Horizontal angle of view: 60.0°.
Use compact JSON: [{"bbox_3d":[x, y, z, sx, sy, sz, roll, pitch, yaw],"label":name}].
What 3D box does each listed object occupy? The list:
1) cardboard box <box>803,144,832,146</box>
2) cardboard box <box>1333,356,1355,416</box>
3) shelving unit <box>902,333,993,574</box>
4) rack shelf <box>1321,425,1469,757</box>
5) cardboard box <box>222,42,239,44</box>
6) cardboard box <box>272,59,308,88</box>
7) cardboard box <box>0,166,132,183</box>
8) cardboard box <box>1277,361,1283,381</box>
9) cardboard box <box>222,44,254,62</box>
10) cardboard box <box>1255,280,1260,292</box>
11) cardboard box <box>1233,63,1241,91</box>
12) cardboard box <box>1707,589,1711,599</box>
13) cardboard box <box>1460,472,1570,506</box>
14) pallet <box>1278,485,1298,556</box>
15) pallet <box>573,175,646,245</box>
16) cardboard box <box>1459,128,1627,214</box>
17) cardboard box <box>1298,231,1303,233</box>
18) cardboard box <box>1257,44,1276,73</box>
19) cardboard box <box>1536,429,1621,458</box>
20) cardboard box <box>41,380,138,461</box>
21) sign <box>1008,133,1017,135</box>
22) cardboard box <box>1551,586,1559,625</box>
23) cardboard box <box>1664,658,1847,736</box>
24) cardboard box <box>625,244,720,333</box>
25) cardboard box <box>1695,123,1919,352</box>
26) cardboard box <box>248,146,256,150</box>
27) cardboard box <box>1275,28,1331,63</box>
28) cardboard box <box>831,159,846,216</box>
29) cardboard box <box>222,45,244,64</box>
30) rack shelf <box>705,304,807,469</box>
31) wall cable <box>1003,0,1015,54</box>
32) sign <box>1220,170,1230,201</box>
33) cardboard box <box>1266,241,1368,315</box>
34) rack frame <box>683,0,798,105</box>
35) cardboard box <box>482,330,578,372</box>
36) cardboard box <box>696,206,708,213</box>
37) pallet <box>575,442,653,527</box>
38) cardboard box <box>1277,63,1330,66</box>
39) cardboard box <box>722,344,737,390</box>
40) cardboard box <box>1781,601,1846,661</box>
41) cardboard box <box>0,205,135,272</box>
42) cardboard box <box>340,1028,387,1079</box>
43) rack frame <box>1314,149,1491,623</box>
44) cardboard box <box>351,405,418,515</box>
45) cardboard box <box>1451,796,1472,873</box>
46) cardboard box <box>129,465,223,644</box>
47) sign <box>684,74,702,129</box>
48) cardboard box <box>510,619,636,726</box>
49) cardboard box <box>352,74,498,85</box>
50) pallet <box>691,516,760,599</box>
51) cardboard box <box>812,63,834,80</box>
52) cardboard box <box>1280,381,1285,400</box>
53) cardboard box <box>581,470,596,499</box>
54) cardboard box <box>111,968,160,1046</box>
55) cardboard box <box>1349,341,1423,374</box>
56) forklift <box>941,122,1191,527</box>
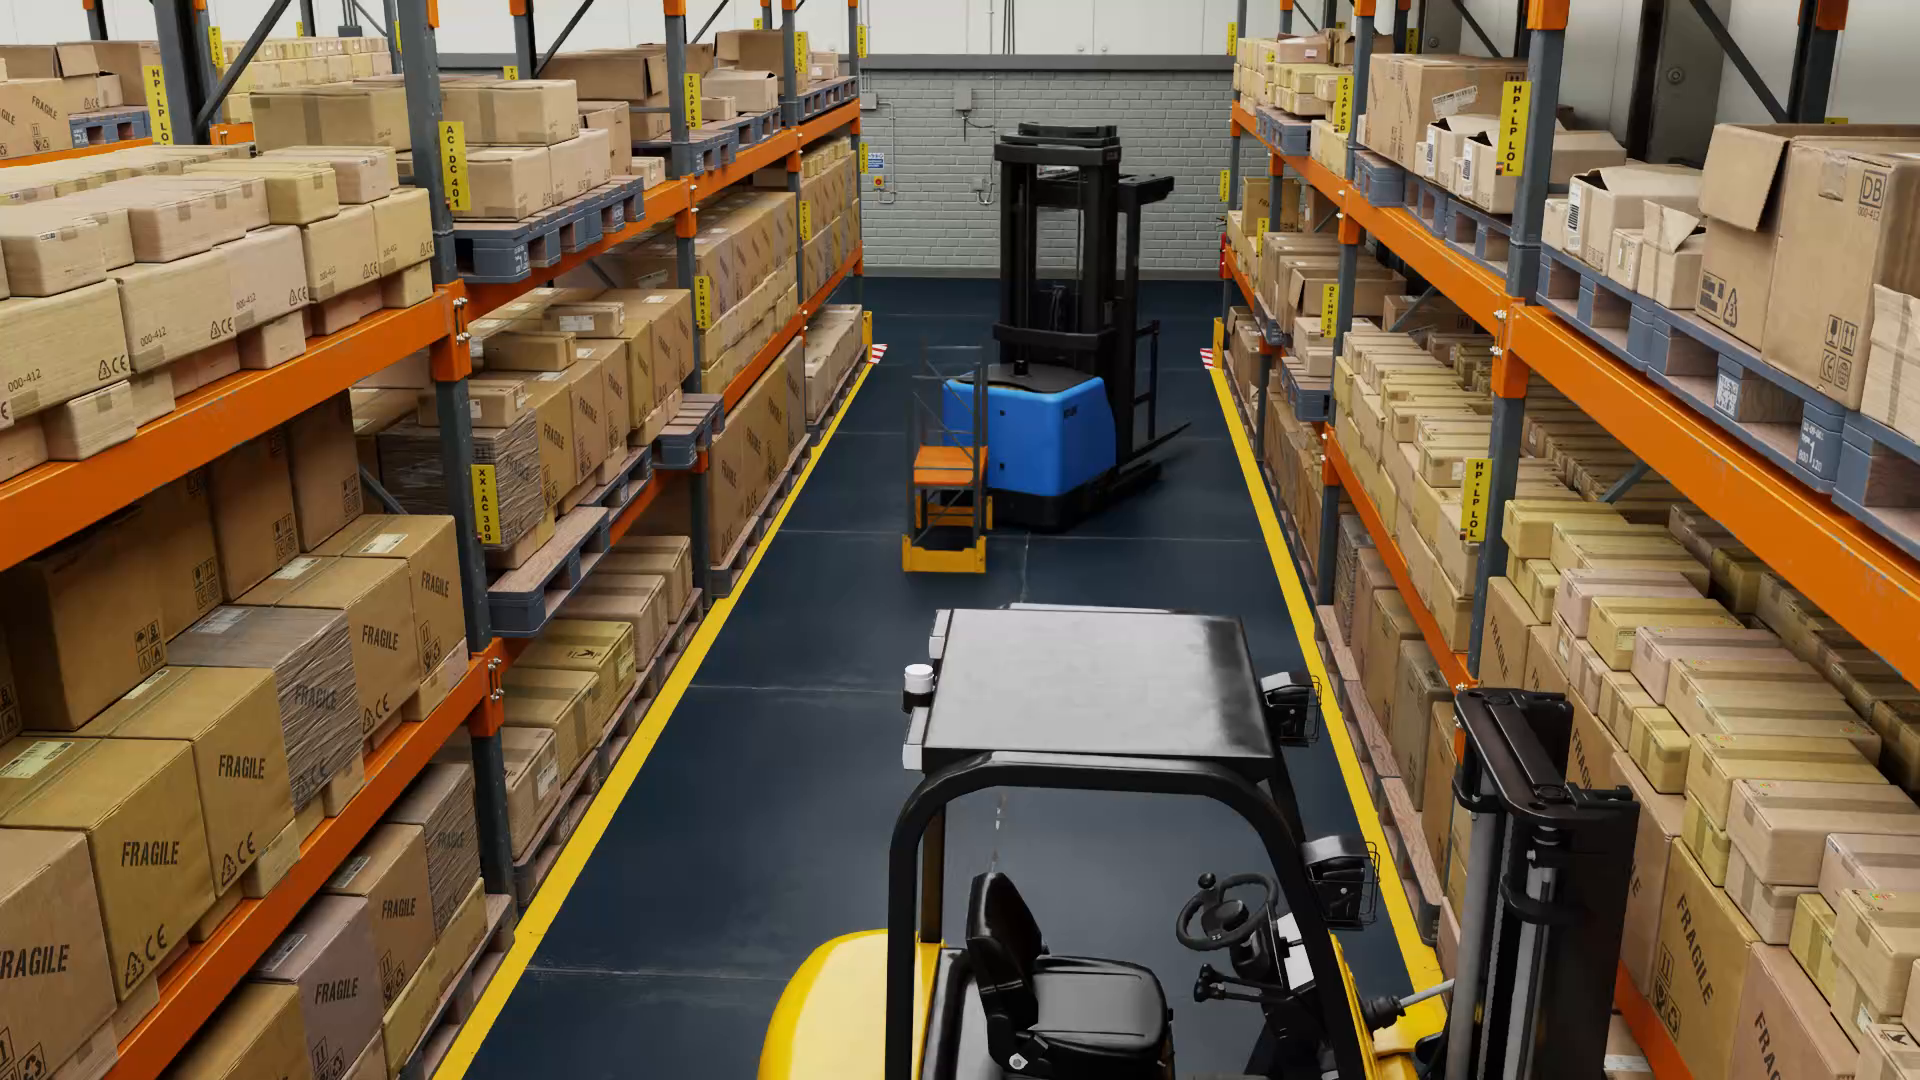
[{"bbox_3d":[-1.483,-3.864,16.590,0.380,0.149,0.250,1,18,3],"label":"cardboard box"},{"bbox_3d":[2.497,-0.908,9.813,0.500,0.250,0.500,1,18,4],"label":"cardboard box"},{"bbox_3d":[-0.078,-0.650,11.997,0.587,1.500,1.083,1,18,4],"label":"shelving unit"},{"bbox_3d":[2.654,0.090,8.486,1.077,0.370,4.000,1,18,4],"label":"rack shelf"},{"bbox_3d":[-6.995,-4.591,15.597,0.380,0.149,0.250,1,18,4],"label":"cardboard box"},{"bbox_3d":[-6.447,-4.351,15.504,0.500,0.250,0.500,2,18,5],"label":"cardboard box"},{"bbox_3d":[-2.851,-1.091,5.240,0.380,0.149,0.250,1,18,4],"label":"cardboard box"},{"bbox_3d":[2.822,-1.389,13.667,0.380,0.149,0.250,0,18,1],"label":"cardboard box"},{"bbox_3d":[-6.535,-4.333,14.810,0.380,0.149,0.250,1,18,3],"label":"cardboard box"},{"bbox_3d":[2.847,-2.263,14.916,0.380,0.149,0.250,2,18,5],"label":"cardboard box"},{"bbox_3d":[3.067,-4.721,16.961,0.500,0.250,0.500,1,18,3],"label":"cardboard box"},{"bbox_3d":[2.761,0.198,5.800,0.380,0.149,0.250,1,18,2],"label":"cardboard box"},{"bbox_3d":[2.314,-0.178,6.947,0.380,0.149,0.250,1,18,3],"label":"cardboard box"},{"bbox_3d":[2.979,-0.157,12.563,1.003,0.211,1.213,1,18,4],"label":"pallet"},{"bbox_3d":[-2.219,-1.588,7.937,1.213,0.211,1.003,1,18,4],"label":"pallet"},{"bbox_3d":[2.320,-1.491,6.647,0.500,0.311,0.500,1,18,2],"label":"cardboard box"},{"bbox_3d":[3.487,-2.803,15.922,0.500,0.250,0.500,1,18,4],"label":"cardboard box"},{"bbox_3d":[2.953,-4.326,14.950,0.500,0.250,0.500,2,18,5],"label":"cardboard box"},{"bbox_3d":[2.881,-0.407,7.646,0.380,0.149,0.250,1,18,4],"label":"cardboard box"},{"bbox_3d":[-2.291,-0.301,4.111,0.380,0.149,0.250,1,18,5],"label":"cardboard box"},{"bbox_3d":[0.845,-5.585,23.324,0.339,0.242,0.001,1,18,4],"label":"sign"},{"bbox_3d":[2.218,0.269,5.584,0.380,0.149,0.250,1,18,4],"label":"cardboard box"},{"bbox_3d":[2.179,0.444,4.570,0.380,0.149,0.250,1,18,4],"label":"cardboard box"},{"bbox_3d":[-1.874,-1.653,10.884,0.500,0.500,0.500,1,18,2],"label":"cardboard box"},{"bbox_3d":[2.266,-0.750,4.075,0.797,0.503,0.637,2,18,6],"label":"cardboard box"},{"bbox_3d":[-6.944,-3.601,16.350,0.500,0.500,0.500,1,18,2],"label":"cardboard box"},{"bbox_3d":[2.715,-3.921,13.180,0.396,0.266,0.258,1,18,3],"label":"cardboard box"},{"bbox_3d":[-1.424,-3.518,16.577,0.500,0.500,0.500,1,18,4],"label":"cardboard box"},{"bbox_3d":[-6.496,-4.254,14.569,0.380,0.149,0.250,1,18,2],"label":"cardboard box"},{"bbox_3d":[-2.010,-1.262,12.612,1.077,0.370,4.000,1,18,4],"label":"rack shelf"},{"bbox_3d":[2.073,-8.017,22.379,2.988,3.039,0.133,1,18,4],"label":"wall cable"},{"bbox_3d":[2.830,-3.781,17.755,0.100,0.325,0.005,1,18,4],"label":"sign"},{"bbox_3d":[2.789,-2.056,13.046,0.700,0.500,0.500,1,18,5],"label":"cardboard box"},{"bbox_3d":[-1.867,-5.076,13.462,1.000,3.000,0.127,1,18,4],"label":"rack frame"},{"bbox_3d":[-2.079,-0.915,8.043,0.380,0.149,0.250,2,18,7],"label":"cardboard box"},{"bbox_3d":[-2.232,-2.303,12.868,0.500,0.500,0.500,1,18,3],"label":"cardboard box"},{"bbox_3d":[-2.255,-0.276,8.755,1.003,0.211,1.213,1,18,4],"label":"pallet"},{"bbox_3d":[2.677,-3.642,12.995,0.380,0.149,0.250,2,18,5],"label":"cardboard box"},{"bbox_3d":[-1.848,-1.218,11.563,0.500,0.250,0.500,1,18,2],"label":"cardboard box"},{"bbox_3d":[2.730,0.297,5.020,0.380,0.149,0.250,1,18,3],"label":"cardboard box"},{"bbox_3d":[-2.358,-0.761,4.233,0.380,0.149,0.250,2,18,5],"label":"cardboard box"},{"bbox_3d":[-2.284,1.880,5.610,0.500,0.250,0.500,2,18,5],"label":"cardboard box"},{"bbox_3d":[2.798,-0.873,10.270,1.000,3.000,0.127,1,18,4],"label":"rack frame"},{"bbox_3d":[-2.636,-0.277,7.140,0.500,0.500,0.500,1,18,3],"label":"cardboard box"},{"bbox_3d":[2.163,1.144,6.249,0.500,0.250,0.500,1,18,3],"label":"cardboard box"},{"bbox_3d":[-2.810,0.041,5.237,0.700,0.500,0.500,1,18,3],"label":"cardboard box"},{"bbox_3d":[-1.613,-2.641,10.018,0.100,0.325,0.005,1,18,4],"label":"sign"},{"bbox_3d":[-2.309,0.707,8.995,0.950,0.372,0.625,2,18,6],"label":"cardboard box"},{"bbox_3d":[-2.475,-2.032,7.753,0.500,0.250,0.500,2,18,5],"label":"cardboard box"},{"bbox_3d":[-2.022,0.099,11.781,1.003,0.211,1.213,1,18,4],"label":"pallet"},{"bbox_3d":[-1.473,-4.747,16.843,0.380,0.149,0.250,0,18,0],"label":"cardboard box"},{"bbox_3d":[2.851,-1.242,13.695,0.380,0.149,0.250,1,18,2],"label":"cardboard box"},{"bbox_3d":[-2.035,-0.308,8.275,0.380,0.149,0.250,1,18,4],"label":"cardboard box"},{"bbox_3d":[-2.343,1.202,4.340,0.380,0.149,0.250,2,18,5],"label":"cardboard box"},{"bbox_3d":[2.463,-1.053,9.618,0.380,0.149,0.250,2,18,5],"label":"cardboard box"},{"bbox_3d":[1.028,-1.896,13.501,1.130,2.935,3.031,10,21,29],"label":"forklift"}]
